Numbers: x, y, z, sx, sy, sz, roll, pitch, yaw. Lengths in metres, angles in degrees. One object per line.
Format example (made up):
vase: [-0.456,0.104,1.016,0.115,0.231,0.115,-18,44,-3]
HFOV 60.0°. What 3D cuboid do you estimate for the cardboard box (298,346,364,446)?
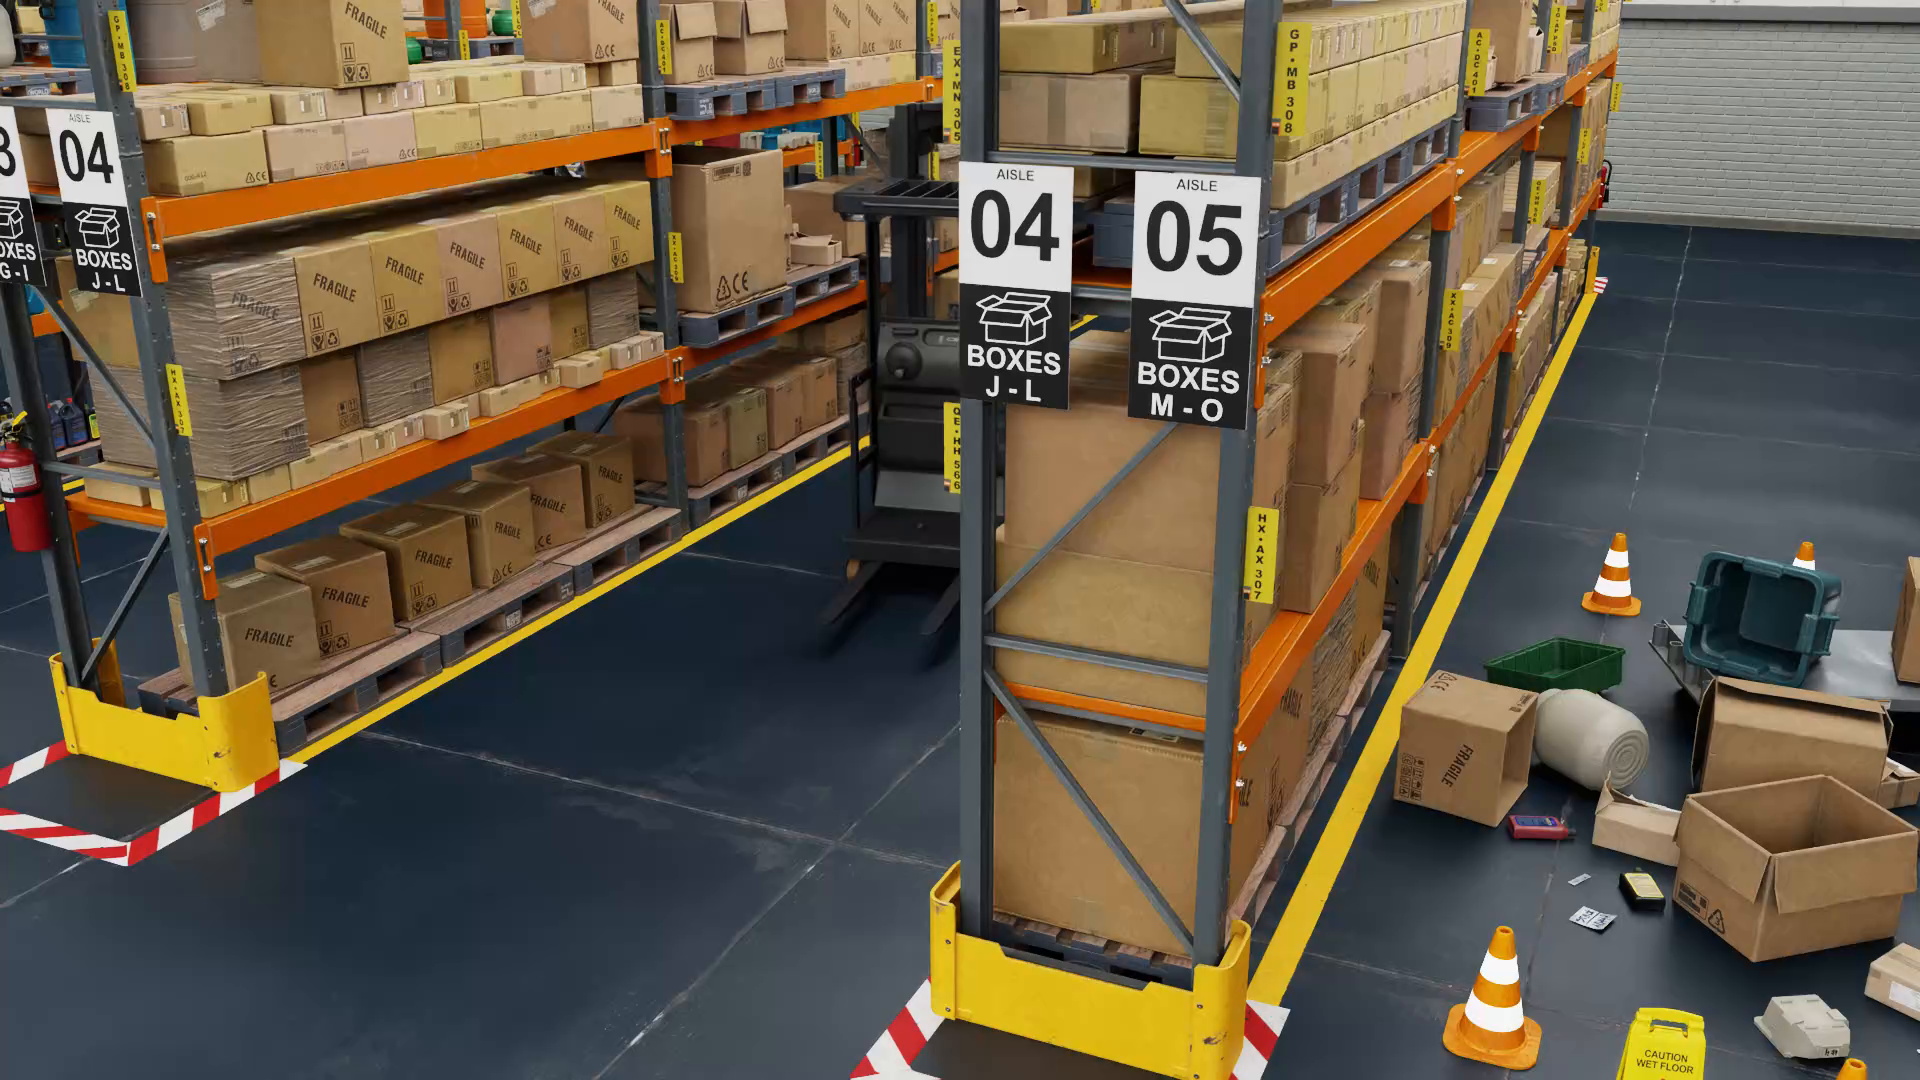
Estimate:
cardboard box: [-3.658,-0.815,8.691,0.875,0.500,0.500,9,21,23]

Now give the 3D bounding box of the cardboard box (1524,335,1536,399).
cardboard box: [4.687,-1.541,14.430,0.500,0.500,0.500,8,21,21]

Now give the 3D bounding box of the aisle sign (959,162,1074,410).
aisle sign: [0.178,-0.827,5.438,0.394,0.787,0.004,9,21,23]

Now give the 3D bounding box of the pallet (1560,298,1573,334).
pallet: [6.135,-2.522,18.244,1.003,0.211,1.213,9,21,23]

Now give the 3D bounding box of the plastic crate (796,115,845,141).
plastic crate: [-1.937,-5.782,23.108,0.616,0.435,0.499,9,21,23]

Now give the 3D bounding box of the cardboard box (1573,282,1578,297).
cardboard box: [6.671,-2.814,18.532,0.380,0.149,0.250,8,21,20]

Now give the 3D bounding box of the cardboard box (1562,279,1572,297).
cardboard box: [6.332,-2.713,17.805,0.380,0.149,0.250,8,21,22]

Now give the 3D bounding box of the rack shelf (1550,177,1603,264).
rack shelf: [6.213,-3.523,17.973,1.077,0.370,4.000,9,21,23]

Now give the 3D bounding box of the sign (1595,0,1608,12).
sign: [5.902,-5.018,15.267,0.100,0.325,0.005,9,21,23]

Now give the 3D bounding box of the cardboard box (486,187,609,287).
cardboard box: [-2.502,-1.847,10.100,0.500,0.500,0.500,9,21,23]

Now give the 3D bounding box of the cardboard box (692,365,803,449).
cardboard box: [-1.653,-1.046,13.006,0.700,0.500,0.500,7,21,18]

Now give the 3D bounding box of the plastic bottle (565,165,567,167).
plastic bottle: [-4.524,-4.211,19.019,0.152,0.276,0.135,9,21,23]

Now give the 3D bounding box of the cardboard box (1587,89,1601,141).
cardboard box: [6.446,-4.481,17.507,0.500,0.500,0.500,8,21,21]

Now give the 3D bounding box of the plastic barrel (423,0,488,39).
plastic barrel: [-5.011,-5.406,16.449,0.600,0.830,0.708,9,21,23]

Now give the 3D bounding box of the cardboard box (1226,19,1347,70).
cardboard box: [1.115,-1.711,5.737,0.380,0.149,0.250,8,21,22]

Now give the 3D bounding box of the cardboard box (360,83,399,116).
cardboard box: [-3.116,-2.270,8.527,0.380,0.149,0.250,8,21,20]

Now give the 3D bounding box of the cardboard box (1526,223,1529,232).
cardboard box: [4.456,-2.611,13.637,0.380,0.149,0.250,9,21,23]

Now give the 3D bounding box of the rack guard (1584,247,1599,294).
rack guard: [7.001,-3.273,19.925,1.175,0.500,0.348,9,21,23]

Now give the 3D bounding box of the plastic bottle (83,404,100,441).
plastic bottle: [-6.780,-0.932,13.009,0.061,0.283,0.133,10,22,25]

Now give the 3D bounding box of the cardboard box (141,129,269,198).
cardboard box: [-3.570,-1.749,7.656,0.500,0.250,0.500,9,22,24]

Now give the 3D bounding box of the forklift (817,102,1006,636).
forklift: [-0.118,-1.160,10.356,1.130,2.935,3.031,5,20,13]

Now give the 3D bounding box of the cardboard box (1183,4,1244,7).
cardboard box: [1.139,-2.267,7.300,0.380,0.149,0.250,9,21,23]

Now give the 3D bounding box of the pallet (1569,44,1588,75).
pallet: [5.044,-4.402,15.173,1.213,0.211,1.003,9,21,23]

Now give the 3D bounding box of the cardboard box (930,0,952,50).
cardboard box: [-0.543,-4.596,14.658,0.797,0.503,0.637,10,22,26]

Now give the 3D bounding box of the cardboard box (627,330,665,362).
cardboard box: [-2.185,-1.293,11.001,0.380,0.149,0.250,9,21,23]

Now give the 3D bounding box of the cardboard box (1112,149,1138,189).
cardboard box: [0.411,-1.348,5.904,0.380,0.149,0.250,9,21,23]

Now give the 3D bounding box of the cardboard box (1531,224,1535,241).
cardboard box: [4.665,-2.622,14.114,0.380,0.149,0.250,9,21,23]

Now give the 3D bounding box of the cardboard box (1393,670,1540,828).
cardboard box: [2.419,0.986,7.945,0.500,0.500,0.500,13,23,32]

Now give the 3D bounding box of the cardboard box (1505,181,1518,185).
cardboard box: [4.765,-2.980,14.233,0.380,0.149,0.250,8,21,22]

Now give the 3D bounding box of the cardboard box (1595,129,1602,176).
cardboard box: [6.867,-4.332,18.579,0.500,0.500,0.500,8,21,22]

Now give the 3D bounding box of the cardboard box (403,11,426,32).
cardboard box: [-7.492,-6.932,22.233,0.500,0.250,0.500,9,21,23]

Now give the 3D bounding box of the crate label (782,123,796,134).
crate label: [-2.371,-5.784,23.416,0.416,0.233,0.303,9,21,23]

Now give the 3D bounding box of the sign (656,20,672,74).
sign: [-1.867,-3.102,10.466,0.100,0.325,0.005,9,21,23]

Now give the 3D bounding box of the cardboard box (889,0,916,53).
cardboard box: [-0.695,-4.255,13.586,0.500,0.500,0.500,9,22,24]

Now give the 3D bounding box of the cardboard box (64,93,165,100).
cardboard box: [-3.961,-2.016,7.813,0.380,0.149,0.250,8,21,21]

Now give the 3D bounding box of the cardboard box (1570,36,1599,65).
cardboard box: [5.825,-4.699,15.952,0.500,0.250,0.500,10,22,25]

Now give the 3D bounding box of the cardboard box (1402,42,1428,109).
cardboard box: [1.737,-2.040,7.257,0.500,0.250,0.500,8,21,22]

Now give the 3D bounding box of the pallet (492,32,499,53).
pallet: [-4.302,-5.366,17.887,1.003,0.211,1.213,9,21,23]

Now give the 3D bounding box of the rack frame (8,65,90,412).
rack frame: [-6.884,-2.197,13.169,1.000,3.000,0.127,9,21,23]

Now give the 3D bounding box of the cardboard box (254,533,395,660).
cardboard box: [-3.519,0.310,9.225,0.500,0.500,0.500,15,25,37]

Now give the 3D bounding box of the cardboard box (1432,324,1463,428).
cardboard box: [2.579,-0.976,9.589,0.500,0.500,0.500,9,21,23]

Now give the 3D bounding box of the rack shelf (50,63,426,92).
rack shelf: [-6.065,-3.882,14.506,1.077,0.370,4.000,9,21,23]

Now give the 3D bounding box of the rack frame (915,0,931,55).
rack frame: [-0.727,-5.566,13.691,1.000,3.000,0.127,9,21,23]

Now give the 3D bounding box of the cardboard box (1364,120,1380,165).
cardboard box: [1.430,-1.569,6.527,0.380,0.149,0.250,8,21,22]

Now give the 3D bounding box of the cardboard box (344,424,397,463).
cardboard box: [-3.241,-0.533,8.866,0.380,0.149,0.250,9,21,23]

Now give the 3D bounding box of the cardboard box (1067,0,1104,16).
cardboard box: [1.176,-5.915,18.224,0.700,0.500,0.500,7,21,20]

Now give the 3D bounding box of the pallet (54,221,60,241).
pallet: [-12.894,-4.441,23.642,1.003,0.211,1.213,9,21,23]

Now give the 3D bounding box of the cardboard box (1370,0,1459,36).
cardboard box: [2.156,-2.488,7.921,0.380,0.149,0.250,8,21,22]

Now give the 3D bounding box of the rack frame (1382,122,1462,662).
rack frame: [2.118,-0.805,9.257,1.000,3.000,0.127,9,21,23]

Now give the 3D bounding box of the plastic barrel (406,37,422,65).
plastic barrel: [-5.300,-4.677,15.898,0.294,0.245,0.294,0,20,0]

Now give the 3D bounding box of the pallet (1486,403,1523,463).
pallet: [4.078,-0.953,13.834,1.003,0.211,1.213,9,21,23]

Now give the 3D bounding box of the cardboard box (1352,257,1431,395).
cardboard box: [1.817,-1.093,8.230,0.875,0.550,0.550,9,21,23]

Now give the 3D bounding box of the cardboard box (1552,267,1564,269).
cardboard box: [6.251,-2.867,17.794,0.380,0.149,0.250,8,21,20]

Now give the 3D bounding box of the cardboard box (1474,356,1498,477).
cardboard box: [3.425,-0.992,12.513,1.050,0.750,0.750,8,21,22]
